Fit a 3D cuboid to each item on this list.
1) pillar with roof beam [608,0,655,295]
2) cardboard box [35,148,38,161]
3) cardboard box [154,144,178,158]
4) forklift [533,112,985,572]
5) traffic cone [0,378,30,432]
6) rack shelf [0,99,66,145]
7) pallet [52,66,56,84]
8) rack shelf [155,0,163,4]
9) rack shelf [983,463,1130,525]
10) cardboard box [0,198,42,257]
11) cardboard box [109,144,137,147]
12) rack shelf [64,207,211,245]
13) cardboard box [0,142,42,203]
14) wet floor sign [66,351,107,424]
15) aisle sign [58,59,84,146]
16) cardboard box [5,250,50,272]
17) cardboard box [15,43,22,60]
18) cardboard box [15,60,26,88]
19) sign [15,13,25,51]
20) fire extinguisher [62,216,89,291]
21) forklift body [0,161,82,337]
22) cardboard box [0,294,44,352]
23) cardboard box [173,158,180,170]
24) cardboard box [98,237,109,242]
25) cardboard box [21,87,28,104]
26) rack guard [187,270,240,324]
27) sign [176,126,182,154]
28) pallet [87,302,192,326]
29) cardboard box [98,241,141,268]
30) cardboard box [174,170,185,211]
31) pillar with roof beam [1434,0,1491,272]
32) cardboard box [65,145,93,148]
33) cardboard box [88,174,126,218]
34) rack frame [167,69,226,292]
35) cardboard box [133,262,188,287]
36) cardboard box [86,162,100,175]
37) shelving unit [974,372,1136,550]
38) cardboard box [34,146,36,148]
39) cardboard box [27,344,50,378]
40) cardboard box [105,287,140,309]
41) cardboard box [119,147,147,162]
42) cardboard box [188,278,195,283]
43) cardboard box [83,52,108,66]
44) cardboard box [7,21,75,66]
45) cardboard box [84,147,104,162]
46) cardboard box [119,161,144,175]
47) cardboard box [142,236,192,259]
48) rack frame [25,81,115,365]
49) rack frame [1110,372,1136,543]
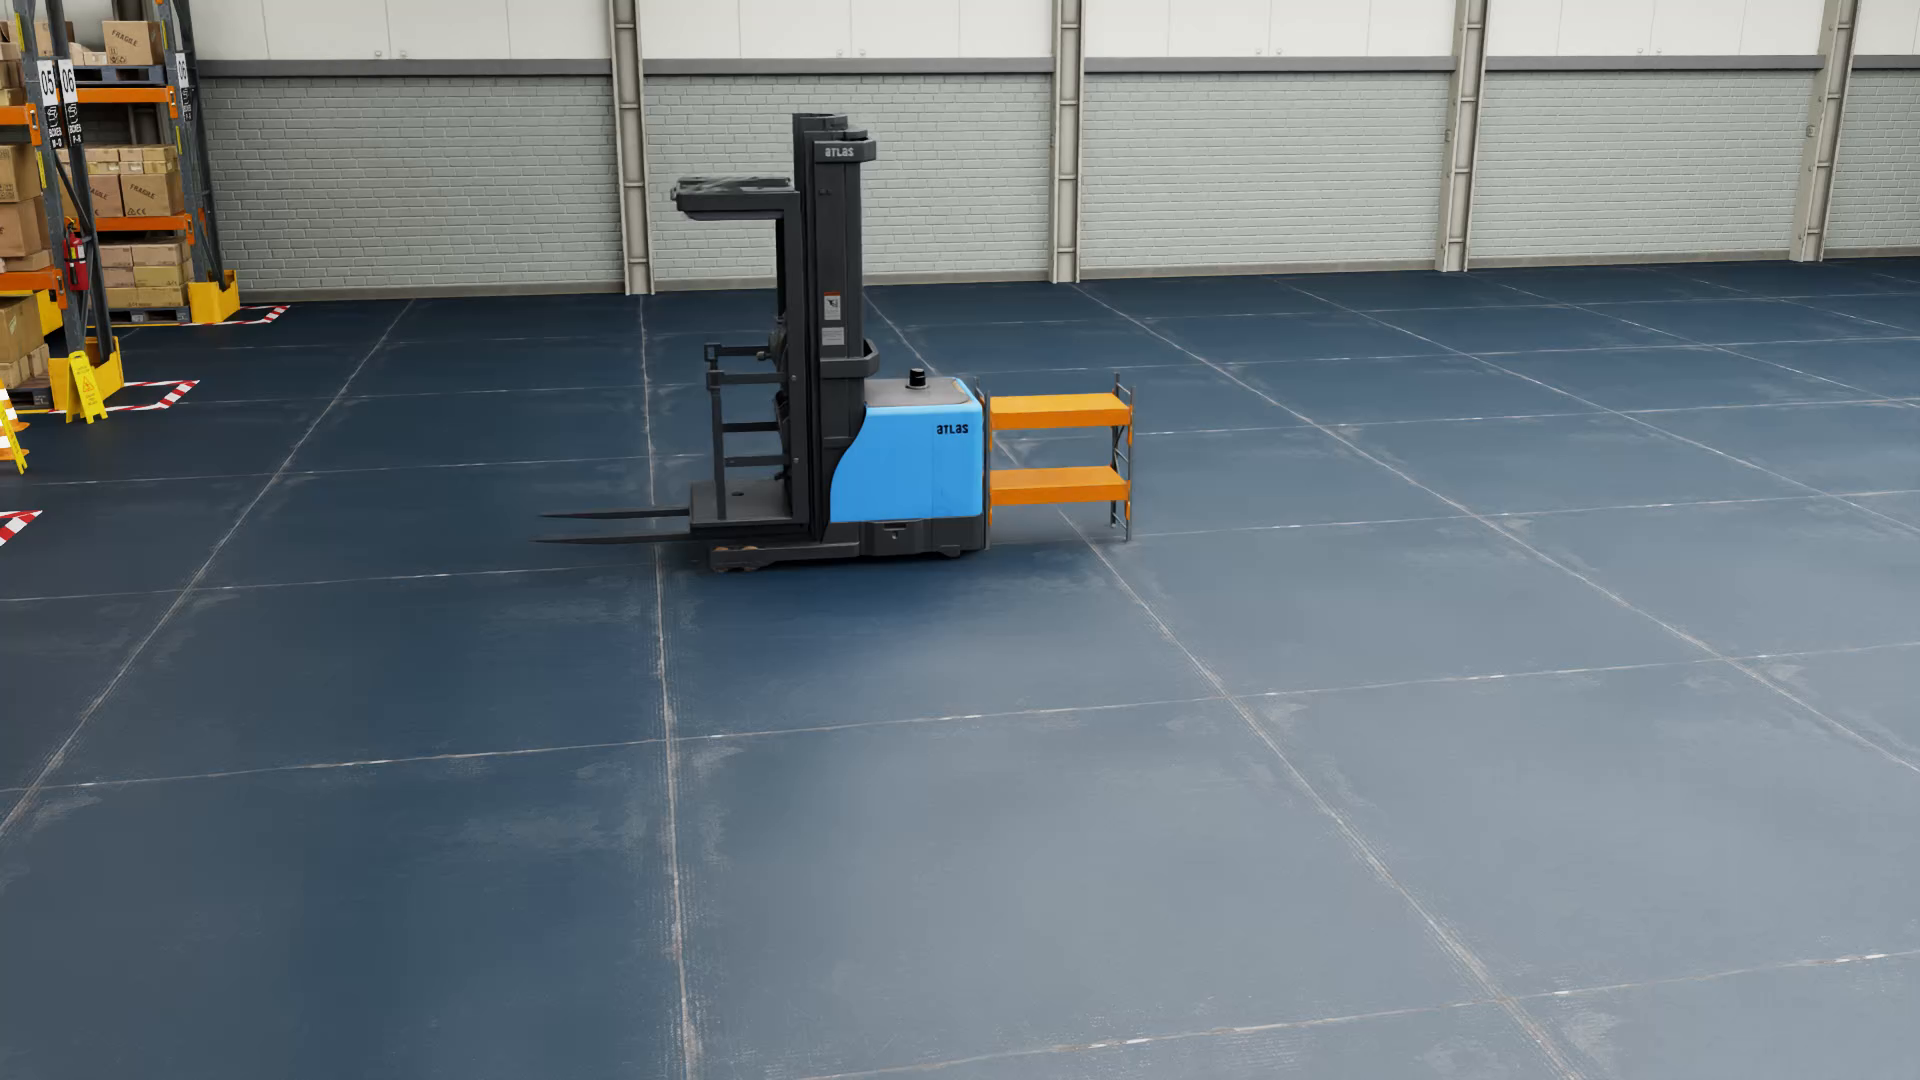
[{"bbox_3d":[-3.581,-6.455,17.502,0.400,9.000,9.100,-3,17,-10],"label":"pillar with roof beam"},{"bbox_3d":[-10.980,-4.592,19.873,0.250,0.149,0.380,-3,17,-9],"label":"cardboard box"},{"bbox_3d":[-9.805,-4.816,20.601,0.250,0.149,0.380,-4,17,-12],"label":"cardboard box"},{"bbox_3d":[-1.396,-1.351,11.218,3.031,2.935,1.130,-3,17,-9],"label":"forklift"},{"bbox_3d":[-8.666,-1.234,15.041,0.334,0.463,0.336,-3,17,-10],"label":"traffic cone"},{"bbox_3d":[-10.453,-3.821,15.260,4.000,0.370,1.077,-3,17,-10],"label":"rack shelf"},{"bbox_3d":[-11.334,-5.564,19.859,1.213,0.211,1.003,-3,17,-10],"label":"pallet"},{"bbox_3d":[-11.398,-6.494,19.536,4.000,0.370,1.077,-3,17,-10],"label":"rack shelf"},{"bbox_3d":[0.655,-0.331,11.805,1.000,0.278,0.538,-3,17,-9],"label":"rack shelf"},{"bbox_3d":[-8.970,-2.923,15.542,0.500,0.500,0.500,-4,17,-11],"label":"cardboard box"},{"bbox_3d":[-10.324,-4.792,20.524,0.250,0.149,0.380,-3,17,-9],"label":"cardboard box"},{"bbox_3d":[-11.398,-3.818,20.358,4.000,0.370,1.077,-3,17,-10],"label":"rack shelf"},{"bbox_3d":[-8.949,-3.419,15.454,0.500,0.500,0.700,-4,17,-12],"label":"cardboard box"},{"bbox_3d":[-8.099,-1.419,15.333,0.232,0.644,0.267,3,17,9],"label":"wet floor sign"},{"bbox_3d":[-8.487,-4.178,15.878,0.004,0.787,0.394,-3,17,-10],"label":"aisle sign"},{"bbox_3d":[-8.816,-2.640,15.725,0.250,0.149,0.380,-3,17,-9],"label":"cardboard box"},{"bbox_3d":[-8.877,-4.576,15.563,0.250,0.149,0.380,-3,17,-11],"label":"cardboard box"},{"bbox_3d":[-9.033,-4.396,15.654,0.500,0.250,0.500,-4,17,-11],"label":"cardboard box"},{"bbox_3d":[-8.403,-4.538,14.862,0.005,0.325,0.100,-3,17,-10],"label":"sign"},{"bbox_3d":[-8.289,-2.679,15.557,0.183,0.674,0.296,-3,17,-10],"label":"fire extinguisher"},{"bbox_3d":[-10.950,-3.236,18.684,1.214,2.155,2.313,-3,17,-10],"label":"forklift body"},{"bbox_3d":[-9.357,-2.120,16.297,0.500,0.500,0.500,-4,17,-12],"label":"cardboard box"},{"bbox_3d":[-9.816,-4.687,20.687,0.250,0.149,0.380,-4,17,-12],"label":"cardboard box"},{"bbox_3d":[-10.925,-3.612,20.726,0.500,0.250,0.500,-3,17,-11],"label":"cardboard box"},{"bbox_3d":[-8.876,-4.231,15.798,0.250,0.149,0.380,-3,17,-10],"label":"cardboard box"},{"bbox_3d":[-9.411,-3.080,20.987,0.348,0.500,1.175,-3,17,-10],"label":"rack guard"},{"bbox_3d":[-9.345,-4.783,19.899,0.005,0.325,0.100,-3,17,-10],"label":"sign"},{"bbox_3d":[-10.177,-2.885,20.847,1.213,0.211,1.003,-3,17,-10],"label":"pallet"},{"bbox_3d":[-10.327,-3.492,20.336,0.500,0.250,0.500,-3,17,-9],"label":"cardboard box"},{"bbox_3d":[-9.973,-4.373,20.771,0.500,0.500,0.500,-3,17,-9],"label":"cardboard box"},{"bbox_3d":[8.201,-7.123,19.678,0.400,9.000,9.100,-3,17,-10],"label":"pillar with roof beam"},{"bbox_3d":[-10.824,-4.761,20.422,0.250,0.149,0.380,-3,17,-9],"label":"cardboard box"},{"bbox_3d":[-10.379,-4.192,20.179,0.500,0.500,0.500,-3,17,-9],"label":"cardboard box"},{"bbox_3d":[-9.434,-4.273,20.615,0.127,3.000,1.000,-3,17,-10],"label":"rack frame"},{"bbox_3d":[-9.853,-3.281,20.502,0.500,0.250,0.500,-3,17,-11],"label":"cardboard box"},{"bbox_3d":[-10.479,-4.501,20.081,0.250,0.149,0.380,-3,17,-11],"label":"cardboard box"},{"bbox_3d":[0.655,-0.564,11.733,1.048,1.125,0.538,-3,17,-9],"label":"shelving unit"},{"bbox_3d":[-11.329,-4.738,20.348,0.250,0.149,0.380,-3,17,-10],"label":"cardboard box"},{"bbox_3d":[-9.333,-1.764,16.412,0.500,0.250,0.500,-3,17,-11],"label":"cardboard box"},{"bbox_3d":[-10.326,-3.017,20.494,0.500,0.250,0.500,-3,17,-10],"label":"cardboard box"},{"bbox_3d":[-9.982,-4.670,20.125,0.250,0.149,0.380,-3,17,-10],"label":"cardboard box"},{"bbox_3d":[-9.954,-3.188,21.052,0.500,0.250,0.500,-3,17,-10],"label":"cardboard box"},{"bbox_3d":[-10.190,-5.702,19.700,0.250,0.149,0.380,-4,17,-12],"label":"cardboard box"},{"bbox_3d":[-10.847,-5.880,19.683,0.500,0.500,0.700,-3,17,-10],"label":"cardboard box"},{"bbox_3d":[-10.493,-4.655,20.077,0.250,0.149,0.380,-3,17,-10],"label":"cardboard box"},{"bbox_3d":[-9.967,-4.508,20.105,0.250,0.149,0.380,-3,17,-10],"label":"cardboard box"},{"bbox_3d":[-9.942,-3.665,20.901,0.500,0.250,0.500,-4,17,-11],"label":"cardboard box"},{"bbox_3d":[-8.489,-2.842,15.957,0.127,3.000,1.000,-3,17,-10],"label":"rack frame"},{"bbox_3d":[1.157,-0.588,11.810,0.032,1.125,0.500,-3,17,-9],"label":"rack frame"}]
